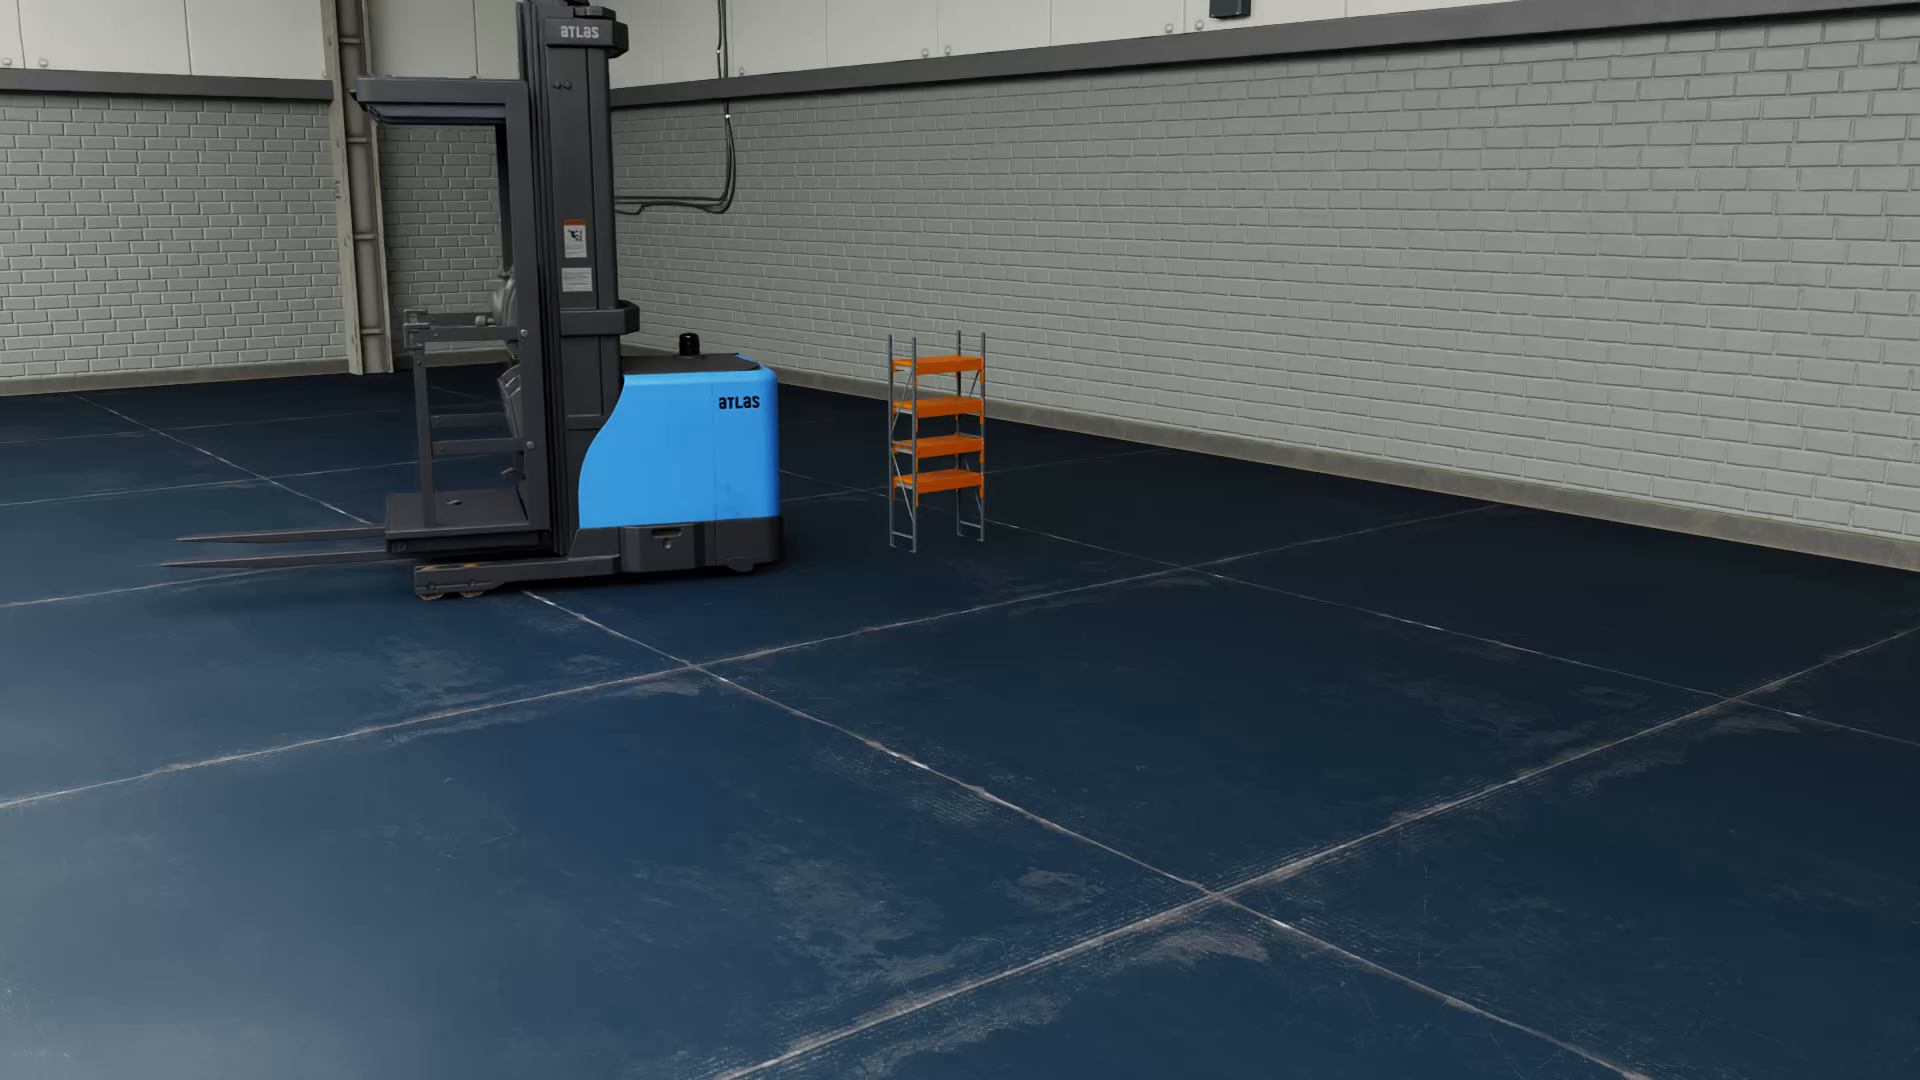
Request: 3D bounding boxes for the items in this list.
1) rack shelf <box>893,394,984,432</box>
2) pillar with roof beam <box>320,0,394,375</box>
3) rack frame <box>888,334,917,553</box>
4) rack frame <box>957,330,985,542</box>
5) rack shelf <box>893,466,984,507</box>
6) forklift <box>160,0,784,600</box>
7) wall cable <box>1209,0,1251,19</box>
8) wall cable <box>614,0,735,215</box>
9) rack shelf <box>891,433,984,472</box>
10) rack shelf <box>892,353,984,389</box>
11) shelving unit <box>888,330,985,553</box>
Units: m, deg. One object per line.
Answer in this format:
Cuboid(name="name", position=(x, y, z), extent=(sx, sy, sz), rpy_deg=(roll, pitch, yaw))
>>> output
Cuboid(name="rack shelf", position=(-0.129, -0.718, 9.371), extent=(0.480, 0.148, 0.258), rpy_deg=(-9, 15, -38))
Cuboid(name="pillar with roof beam", position=(-3.801, -5.552, 14.112), extent=(0.400, 9.000, 9.100), rpy_deg=(-9, 15, -38))
Cuboid(name="rack frame", position=(-0.320, -0.534, 9.254), extent=(0.015, 1.200, 0.240), rpy_deg=(-9, 15, -38))
Cuboid(name="rack frame", position=(0.061, -0.597, 9.552), extent=(0.015, 1.200, 0.240), rpy_deg=(-9, 15, -38))
Cuboid(name="rack shelf", position=(-0.129, -0.305, 9.458), extent=(0.480, 0.148, 0.258), rpy_deg=(-9, 15, -38))
Cuboid(name="forklift", position=(-2.510, -1.259, 8.501), extent=(3.031, 2.935, 1.130), rpy_deg=(-4, 13, -18))
Cuboid(name="wall cable", position=(2.554, -6.540, 10.576), extent=(0.169, 6.003, 2.305), rpy_deg=(-9, 15, -38))
Cuboid(name="wall cable", position=(-3.364, -4.899, 18.513), extent=(0.112, 2.526, 3.097), rpy_deg=(-9, 15, -38))
Cuboid(name="rack shelf", position=(-0.129, -0.500, 9.417), extent=(0.480, 0.148, 0.258), rpy_deg=(-9, 15, -38))
Cuboid(name="rack shelf", position=(-0.129, -0.950, 9.321), extent=(0.480, 0.148, 0.258), rpy_deg=(-9, 15, -38))
Cuboid(name="shelving unit", position=(-0.129, -0.565, 9.403), extent=(0.503, 1.200, 0.258), rpy_deg=(-9, 15, -38))
